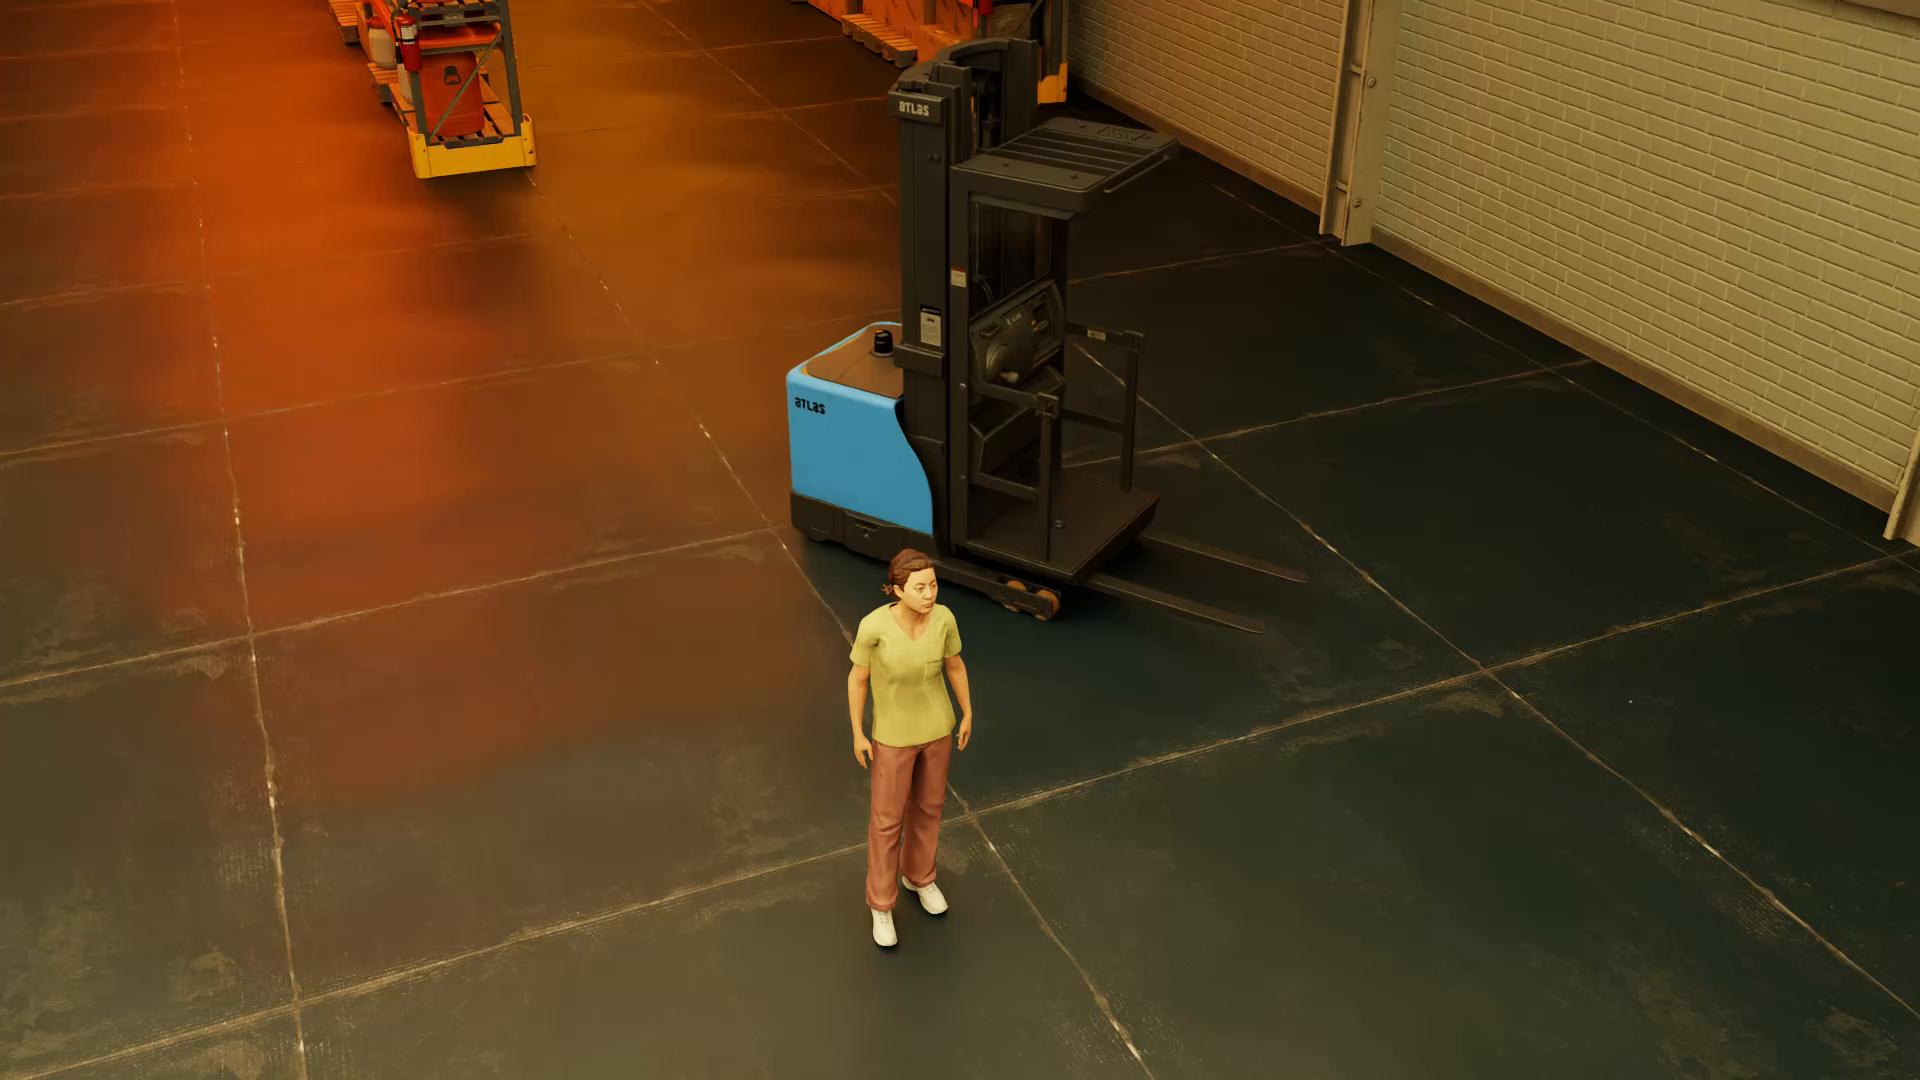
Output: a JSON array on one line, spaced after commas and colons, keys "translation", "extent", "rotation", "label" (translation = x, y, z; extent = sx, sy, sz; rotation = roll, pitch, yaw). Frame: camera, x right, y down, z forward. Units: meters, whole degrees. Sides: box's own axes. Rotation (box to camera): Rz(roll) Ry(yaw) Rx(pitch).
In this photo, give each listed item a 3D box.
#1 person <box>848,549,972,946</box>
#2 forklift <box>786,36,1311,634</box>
[{"translation": [-0.181, 0.846, 6.906], "extent": [0.552, 1.659, 0.549], "rotation": [-12, 32, -19], "label": "person"}, {"translation": [0.496, -1.124, 9.086], "extent": [3.031, 2.935, 1.130], "rotation": [17, 34, 27], "label": "forklift"}]
